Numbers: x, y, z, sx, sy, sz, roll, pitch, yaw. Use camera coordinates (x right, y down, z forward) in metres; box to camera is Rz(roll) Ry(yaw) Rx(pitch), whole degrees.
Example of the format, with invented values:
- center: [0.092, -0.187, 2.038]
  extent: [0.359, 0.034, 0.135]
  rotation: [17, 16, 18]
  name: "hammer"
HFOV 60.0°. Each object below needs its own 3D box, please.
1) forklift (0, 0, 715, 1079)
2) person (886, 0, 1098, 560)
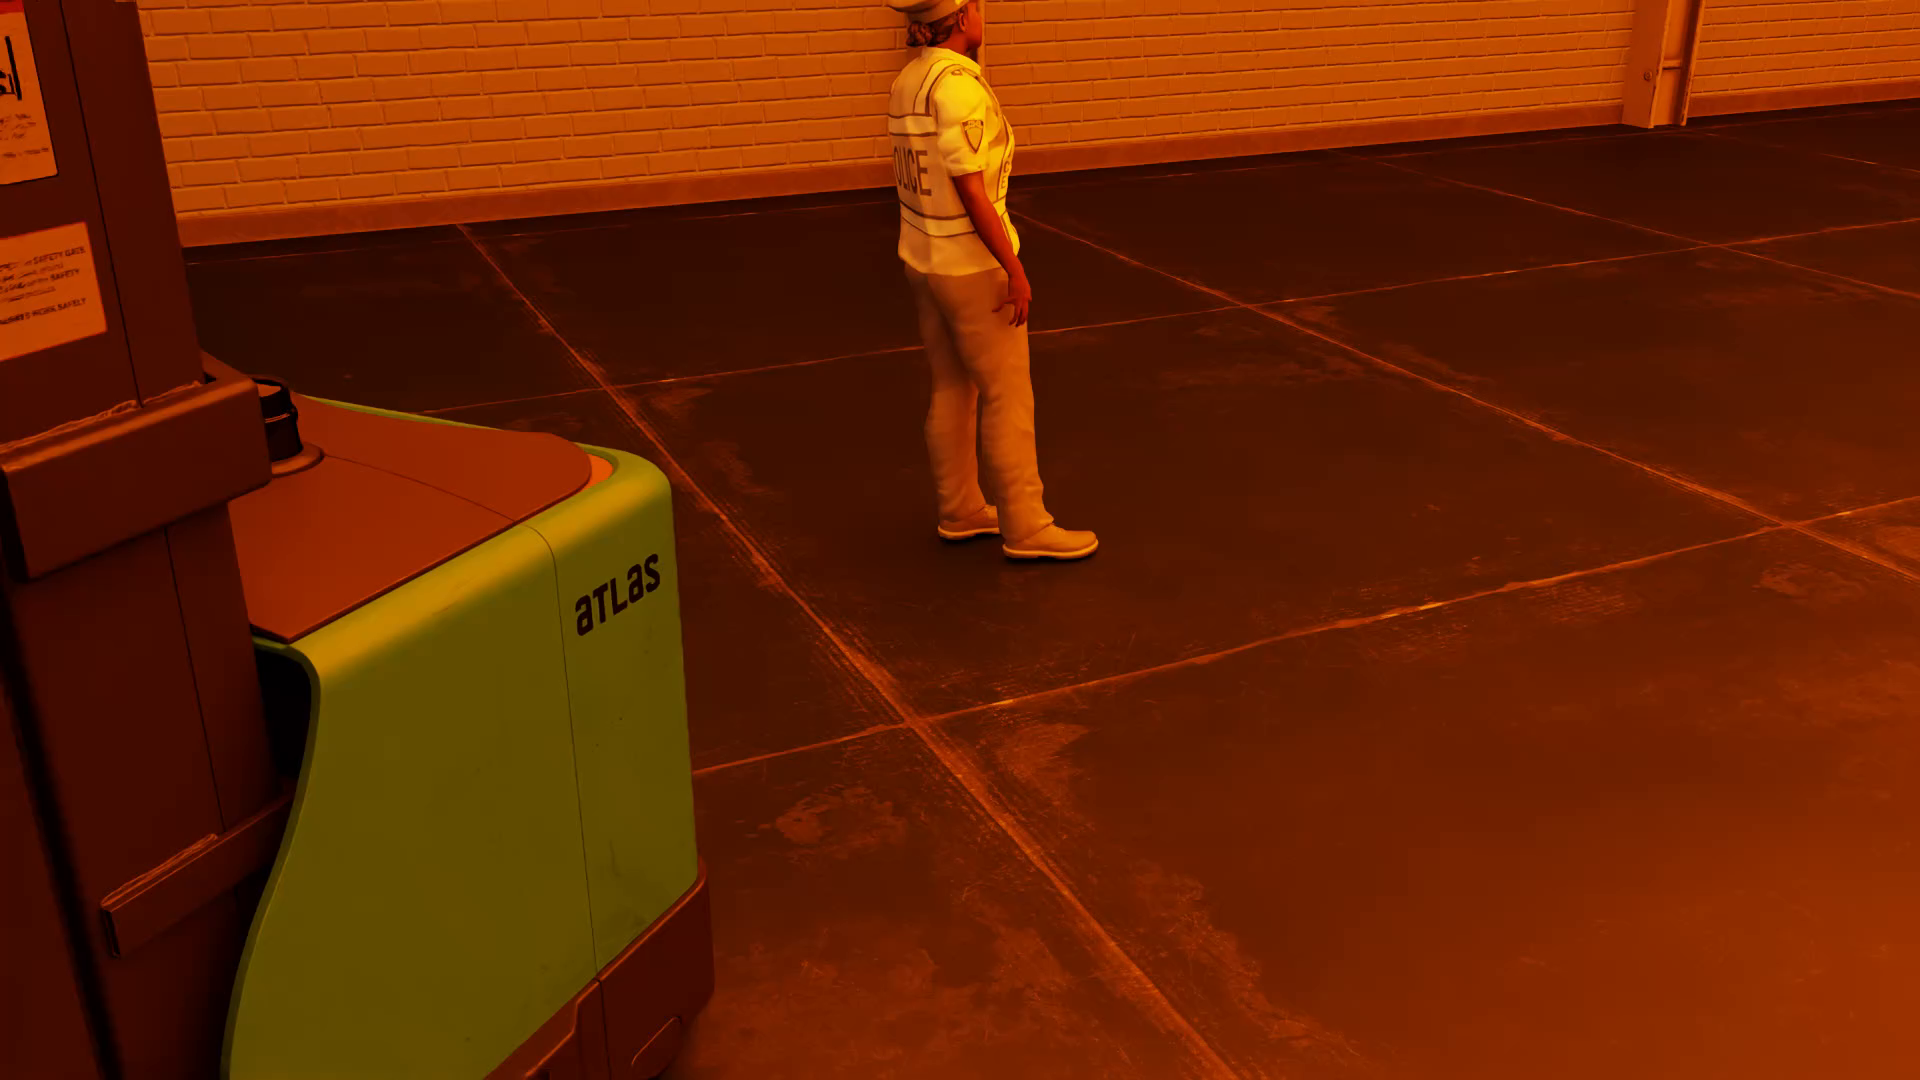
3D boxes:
- center: [-1.528, -0.063, 1.438]
  extent: [1.130, 2.935, 3.031]
  rotation: [10, 25, 23]
  name: "forklift"
- center: [0.076, -0.793, 4.792]
  extent: [0.530, 1.691, 0.570]
  rotation: [-10, 25, -23]
  name: "person"
